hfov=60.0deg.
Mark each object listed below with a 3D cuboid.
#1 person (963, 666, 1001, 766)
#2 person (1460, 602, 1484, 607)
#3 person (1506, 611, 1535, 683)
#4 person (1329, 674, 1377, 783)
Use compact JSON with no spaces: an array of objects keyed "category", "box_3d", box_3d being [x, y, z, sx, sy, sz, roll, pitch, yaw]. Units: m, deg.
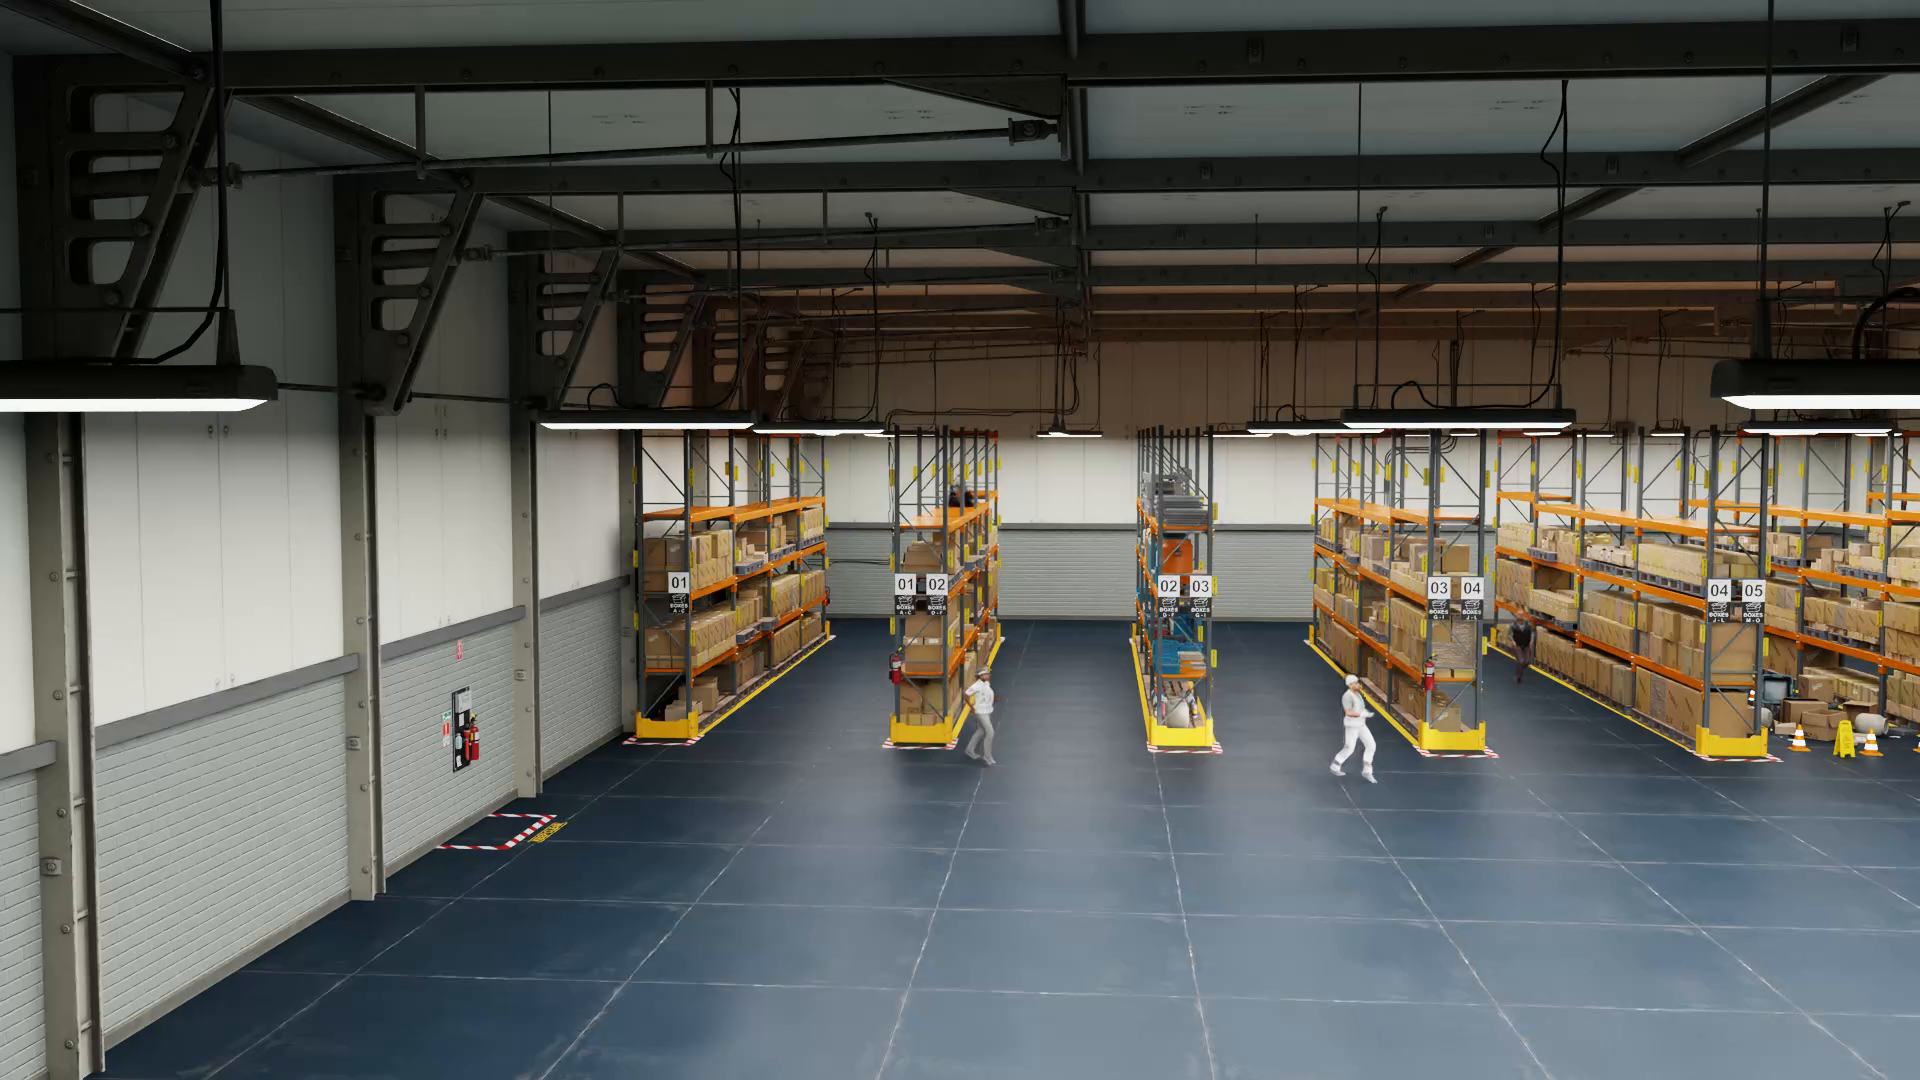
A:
[{"category":"person","box_3d":[0.402,3.110,29.445,0.756,1.752,0.549,2,4,28]},{"category":"person","box_3d":[14.404,2.108,47.017,0.668,1.659,0.667,-3,4,-38]},{"category":"person","box_3d":[13.292,2.522,39.393,0.663,1.690,0.540,0,3,7]},{"category":"person","box_3d":[6.629,3.165,27.968,0.792,1.820,0.669,3,4,40]}]
